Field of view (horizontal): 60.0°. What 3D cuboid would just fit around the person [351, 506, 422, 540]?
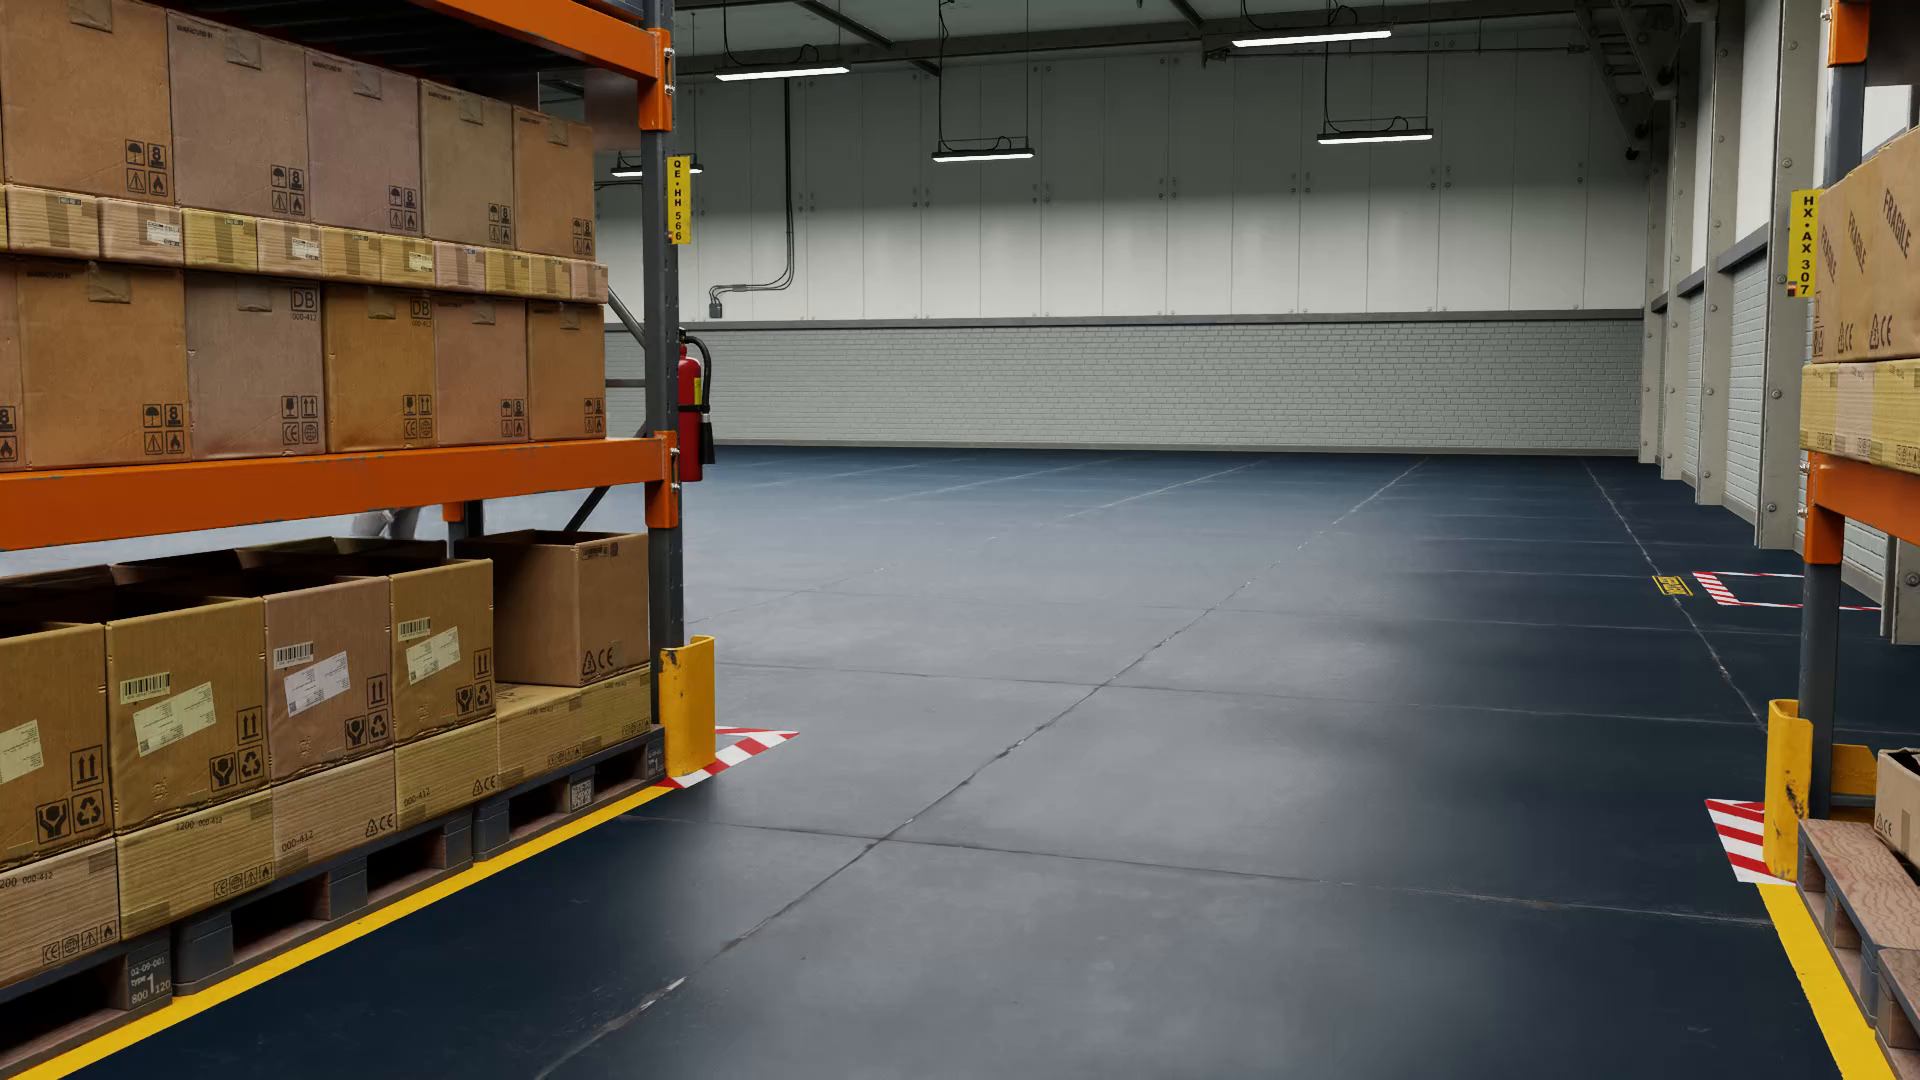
[{"bbox_3d":[-3.404,-0.291,9.971,0.411,1.689,0.477,2,6,18],"label":"person"}]
